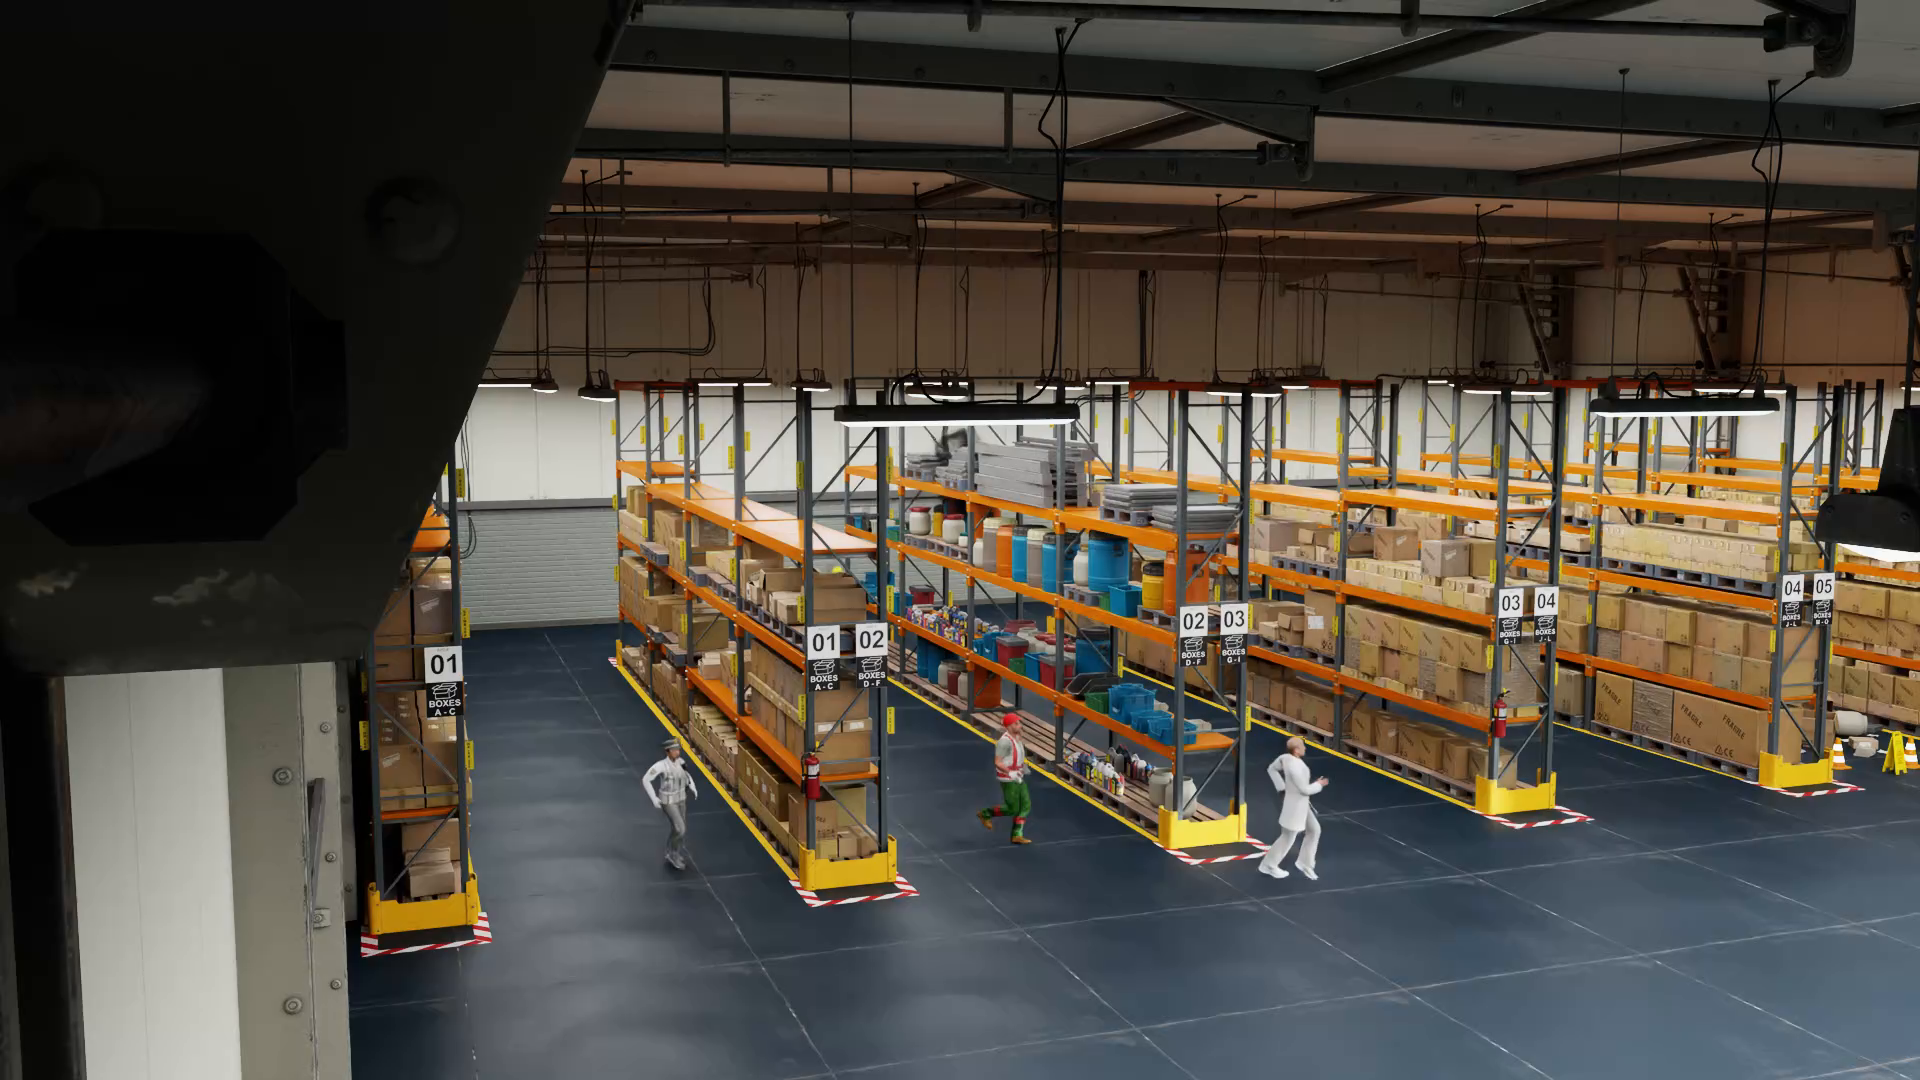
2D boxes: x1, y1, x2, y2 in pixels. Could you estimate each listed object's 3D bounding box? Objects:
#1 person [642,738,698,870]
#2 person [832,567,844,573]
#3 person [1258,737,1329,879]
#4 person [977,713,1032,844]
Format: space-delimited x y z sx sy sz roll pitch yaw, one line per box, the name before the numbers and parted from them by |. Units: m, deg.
person | -3.599 3.303 20.814 0.612 1.698 0.674 4 8 37
person | -2.880 1.467 37.592 0.977 1.733 0.708 -1 6 -7
person | 4.075 3.312 20.303 0.833 1.848 0.640 1 6 11
person | 0.612 3.146 22.043 0.750 1.741 0.668 3 7 23
